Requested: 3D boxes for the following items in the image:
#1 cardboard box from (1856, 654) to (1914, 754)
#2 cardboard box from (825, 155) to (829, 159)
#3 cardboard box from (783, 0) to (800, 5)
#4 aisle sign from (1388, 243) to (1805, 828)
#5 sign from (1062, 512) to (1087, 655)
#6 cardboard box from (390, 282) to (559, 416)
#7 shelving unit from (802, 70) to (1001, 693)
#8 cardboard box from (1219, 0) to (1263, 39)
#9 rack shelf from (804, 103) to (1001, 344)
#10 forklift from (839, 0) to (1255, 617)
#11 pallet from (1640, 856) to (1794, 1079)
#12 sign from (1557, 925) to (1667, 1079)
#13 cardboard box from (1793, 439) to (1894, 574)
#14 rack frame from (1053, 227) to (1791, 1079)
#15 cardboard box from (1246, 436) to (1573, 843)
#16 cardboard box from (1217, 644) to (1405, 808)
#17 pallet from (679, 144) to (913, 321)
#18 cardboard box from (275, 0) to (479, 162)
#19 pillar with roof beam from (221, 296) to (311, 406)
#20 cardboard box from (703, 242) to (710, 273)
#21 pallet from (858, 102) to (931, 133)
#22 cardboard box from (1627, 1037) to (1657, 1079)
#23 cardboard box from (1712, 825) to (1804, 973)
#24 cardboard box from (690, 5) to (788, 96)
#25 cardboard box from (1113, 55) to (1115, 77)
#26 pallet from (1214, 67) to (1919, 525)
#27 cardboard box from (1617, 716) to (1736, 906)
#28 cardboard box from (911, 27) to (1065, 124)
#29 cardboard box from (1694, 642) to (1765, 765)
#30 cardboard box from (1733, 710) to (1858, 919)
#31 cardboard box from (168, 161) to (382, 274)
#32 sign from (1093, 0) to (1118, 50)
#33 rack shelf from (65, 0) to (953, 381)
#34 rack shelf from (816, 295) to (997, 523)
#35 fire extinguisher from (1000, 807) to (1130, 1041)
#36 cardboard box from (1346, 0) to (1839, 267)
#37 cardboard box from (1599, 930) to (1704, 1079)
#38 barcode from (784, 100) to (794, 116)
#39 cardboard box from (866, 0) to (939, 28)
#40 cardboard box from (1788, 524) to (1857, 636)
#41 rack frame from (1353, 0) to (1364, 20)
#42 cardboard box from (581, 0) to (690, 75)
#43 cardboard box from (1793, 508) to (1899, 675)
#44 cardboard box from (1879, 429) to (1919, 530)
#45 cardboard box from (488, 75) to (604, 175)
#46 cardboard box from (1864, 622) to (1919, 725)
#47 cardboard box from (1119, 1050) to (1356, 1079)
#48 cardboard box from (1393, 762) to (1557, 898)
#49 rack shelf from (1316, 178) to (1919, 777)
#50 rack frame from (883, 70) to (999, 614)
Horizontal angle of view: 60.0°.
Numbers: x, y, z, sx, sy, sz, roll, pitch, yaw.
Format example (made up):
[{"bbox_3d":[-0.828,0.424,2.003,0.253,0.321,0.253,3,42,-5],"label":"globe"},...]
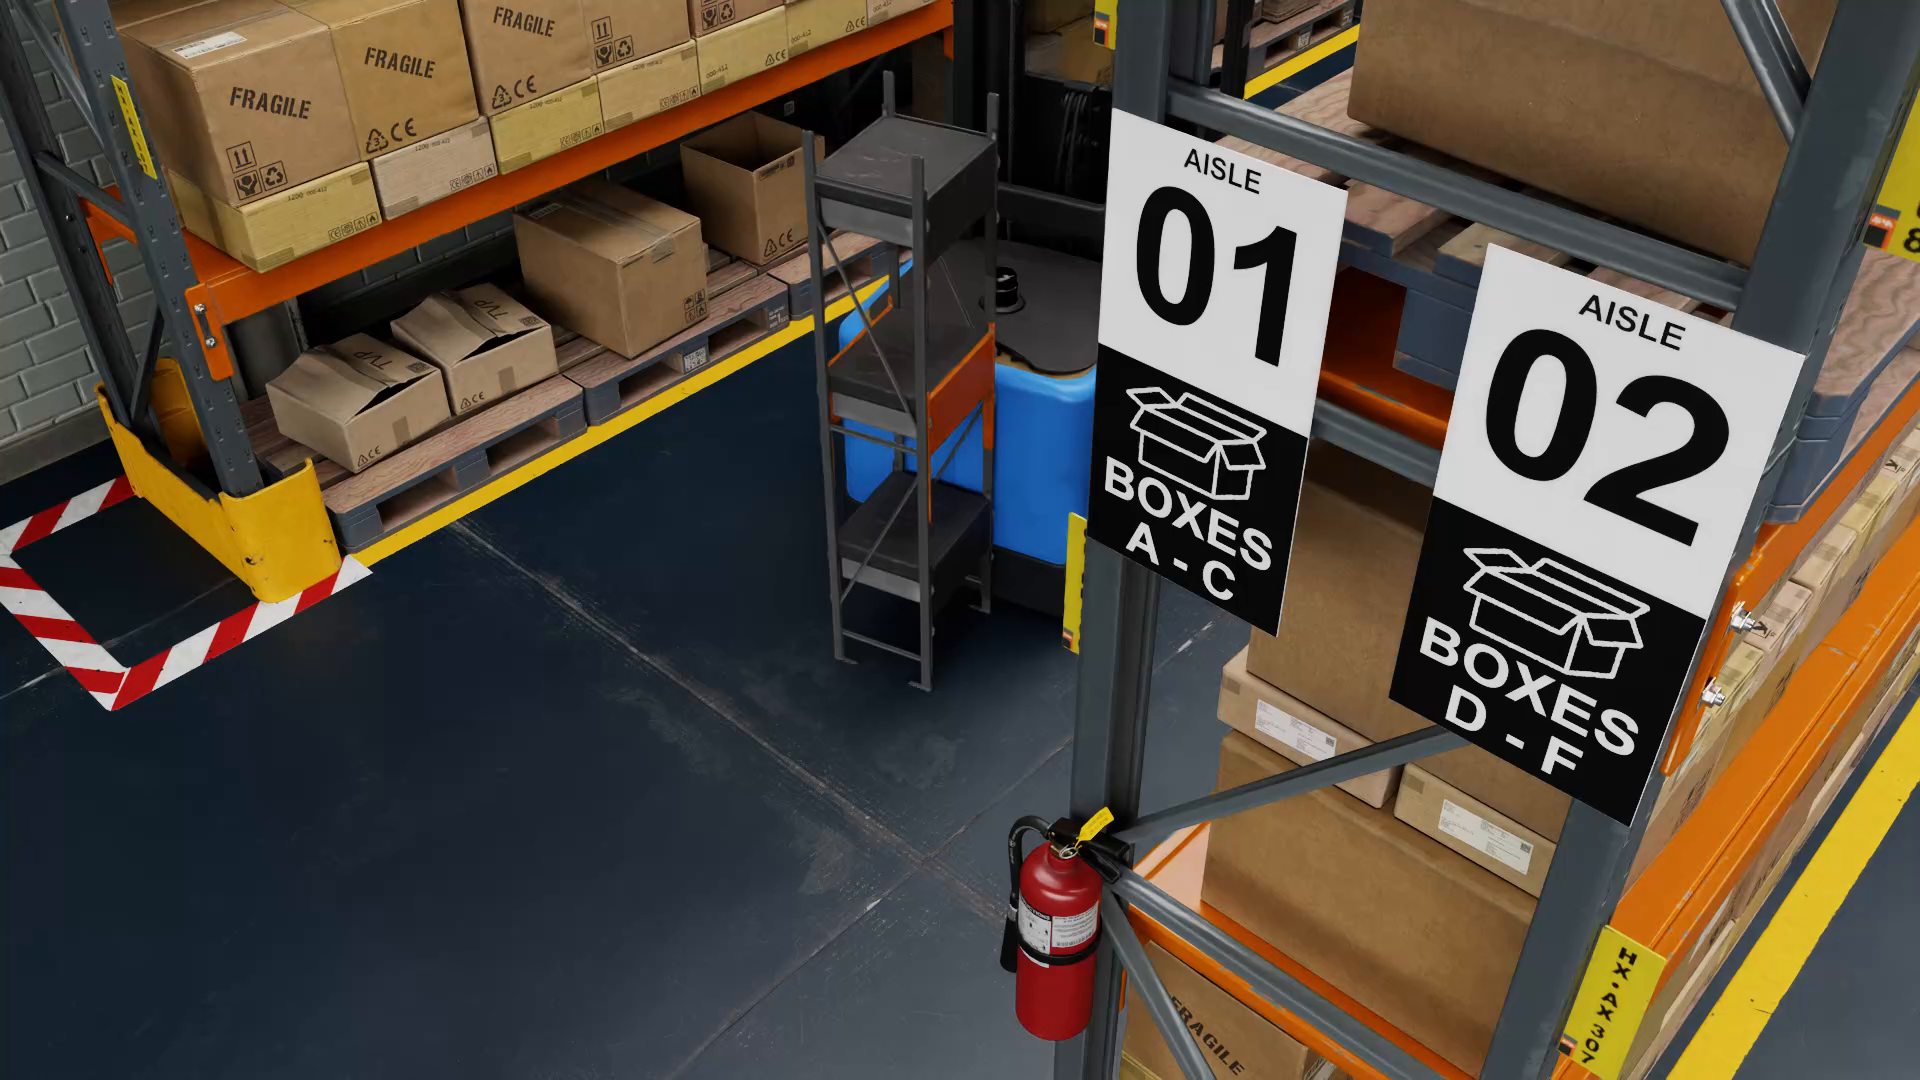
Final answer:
[{"bbox_3d":[2.830,0.482,5.606,0.500,0.250,0.500,30,47,32],"label":"cardboard box"},{"bbox_3d":[-0.671,-1.844,8.582,0.380,0.166,0.250,23,44,27],"label":"cardboard box"},{"bbox_3d":[-0.756,-2.703,7.241,0.500,0.500,0.500,29,47,32],"label":"cardboard box"},{"bbox_3d":[0.810,0.018,2.228,0.394,0.787,0.004,30,47,32],"label":"aisle sign"},{"bbox_3d":[0.237,0.097,3.097,0.100,0.325,0.005,30,47,32],"label":"sign"},{"bbox_3d":[-2.113,-0.863,7.232,0.500,0.311,0.500,-30,47,-32],"label":"cardboard box"},{"bbox_3d":[-0.173,-0.461,5.643,0.431,2.100,0.503,18,42,21],"label":"shelving unit"},{"bbox_3d":[1.485,-3.530,10.434,0.700,0.500,0.500,30,47,32],"label":"cardboard box"},{"bbox_3d":[-0.173,-0.999,5.216,0.431,0.518,0.480,18,42,21],"label":"rack shelf"},{"bbox_3d":[0.664,-1.765,6.614,1.130,2.935,3.031,18,42,21],"label":"forklift"},{"bbox_3d":[1.936,1.042,5.270,1.003,0.211,1.213,30,47,32],"label":"pallet"},{"bbox_3d":[1.033,0.743,2.646,0.100,0.325,0.005,30,47,32],"label":"sign"},{"bbox_3d":[1.678,-0.379,3.694,0.700,0.500,0.500,30,47,32],"label":"cardboard box"},{"bbox_3d":[0.628,0.877,3.237,1.000,3.000,0.127,30,47,32],"label":"rack frame"},{"bbox_3d":[0.988,0.097,3.096,0.700,0.500,0.500,30,47,32],"label":"cardboard box"},{"bbox_3d":[0.745,0.328,3.325,0.380,0.149,0.250,29,47,31],"label":"cardboard box"},{"bbox_3d":[-0.760,-1.624,8.623,1.003,0.211,1.213,30,47,32],"label":"pallet"},{"bbox_3d":[-2.147,-1.760,6.055,0.500,0.500,0.500,30,47,32],"label":"cardboard box"},{"bbox_3d":[-0.020,-2.427,2.571,9.100,9.000,0.400,30,47,32],"label":"pillar with roof beam"},{"bbox_3d":[-1.426,-1.369,7.998,0.380,0.149,0.250,26,45,29],"label":"cardboard box"},{"bbox_3d":[0.191,-2.306,9.480,1.003,0.211,1.213,30,47,32],"label":"pallet"},{"bbox_3d":[1.488,1.405,4.445,0.500,0.250,0.500,30,47,32],"label":"cardboard box"},{"bbox_3d":[2.167,0.948,5.020,0.500,0.250,0.500,30,47,32],"label":"cardboard box"},{"bbox_3d":[-1.099,-2.180,7.186,0.500,0.250,0.500,29,47,32],"label":"cardboard box"},{"bbox_3d":[0.837,-3.054,9.835,0.700,0.500,0.500,30,47,32],"label":"cardboard box"},{"bbox_3d":[1.124,-0.576,2.726,1.003,0.211,1.213,30,47,32],"label":"pallet"},{"bbox_3d":[1.303,0.386,3.775,0.700,0.500,0.500,31,48,33],"label":"cardboard box"},{"bbox_3d":[0.152,-2.578,9.237,0.700,0.500,0.500,31,48,33],"label":"cardboard box"},{"bbox_3d":[1.397,0.258,3.414,0.380,0.149,0.250,30,47,32],"label":"cardboard box"},{"bbox_3d":[2.168,0.654,4.786,0.500,0.500,0.500,30,47,32],"label":"cardboard box"},{"bbox_3d":[-2.468,-1.241,6.005,0.500,0.250,0.500,28,46,31],"label":"cardboard box"},{"bbox_3d":[0.237,-0.847,2.347,0.100,0.325,0.005,30,47,32],"label":"sign"},{"bbox_3d":[-1.682,-1.838,7.230,1.077,0.370,4.000,30,47,32],"label":"rack shelf"},{"bbox_3d":[-0.173,-0.451,5.652,0.431,0.518,0.480,18,42,21],"label":"rack shelf"},{"bbox_3d":[0.205,0.767,3.438,0.296,0.674,0.183,30,47,32],"label":"fire extinguisher"},{"bbox_3d":[1.019,-0.819,2.427,0.637,0.503,0.797,-31,48,-33],"label":"cardboard box"},{"bbox_3d":[1.490,1.112,4.211,0.500,0.500,0.500,30,47,32],"label":"cardboard box"},{"bbox_3d":[-0.874,-2.211,8.518,0.001,0.075,0.075,30,47,32],"label":"barcode"},{"bbox_3d":[-0.429,-2.643,7.768,0.500,0.250,0.500,30,47,32],"label":"cardboard box"},{"bbox_3d":[1.747,0.019,3.714,0.380,0.149,0.250,28,46,31],"label":"cardboard box"},{"bbox_3d":[2.366,-4.877,10.473,1.000,3.000,0.127,30,47,32],"label":"rack frame"},{"bbox_3d":[-1.454,-2.237,6.655,0.500,0.500,0.500,31,48,33],"label":"cardboard box"},{"bbox_3d":[1.995,-0.084,4.365,0.700,0.500,0.500,31,48,33],"label":"cardboard box"},{"bbox_3d":[2.089,-0.212,4.005,0.380,0.149,0.250,30,47,32],"label":"cardboard box"},{"bbox_3d":[-1.780,-1.717,6.604,0.500,0.250,0.500,29,47,31],"label":"cardboard box"},{"bbox_3d":[2.829,0.187,5.374,0.500,0.500,0.500,30,47,32],"label":"cardboard box"},{"bbox_3d":[0.771,1.418,4.428,0.500,0.250,0.500,30,47,32],"label":"cardboard box"},{"bbox_3d":[1.051,0.494,3.117,0.380,0.149,0.250,29,47,32],"label":"cardboard box"},{"bbox_3d":[1.977,-0.934,3.683,1.077,0.370,4.000,30,47,32],"label":"rack shelf"},{"bbox_3d":[-0.061,-0.596,5.813,0.400,2.100,0.015,18,42,21],"label":"rack frame"}]
